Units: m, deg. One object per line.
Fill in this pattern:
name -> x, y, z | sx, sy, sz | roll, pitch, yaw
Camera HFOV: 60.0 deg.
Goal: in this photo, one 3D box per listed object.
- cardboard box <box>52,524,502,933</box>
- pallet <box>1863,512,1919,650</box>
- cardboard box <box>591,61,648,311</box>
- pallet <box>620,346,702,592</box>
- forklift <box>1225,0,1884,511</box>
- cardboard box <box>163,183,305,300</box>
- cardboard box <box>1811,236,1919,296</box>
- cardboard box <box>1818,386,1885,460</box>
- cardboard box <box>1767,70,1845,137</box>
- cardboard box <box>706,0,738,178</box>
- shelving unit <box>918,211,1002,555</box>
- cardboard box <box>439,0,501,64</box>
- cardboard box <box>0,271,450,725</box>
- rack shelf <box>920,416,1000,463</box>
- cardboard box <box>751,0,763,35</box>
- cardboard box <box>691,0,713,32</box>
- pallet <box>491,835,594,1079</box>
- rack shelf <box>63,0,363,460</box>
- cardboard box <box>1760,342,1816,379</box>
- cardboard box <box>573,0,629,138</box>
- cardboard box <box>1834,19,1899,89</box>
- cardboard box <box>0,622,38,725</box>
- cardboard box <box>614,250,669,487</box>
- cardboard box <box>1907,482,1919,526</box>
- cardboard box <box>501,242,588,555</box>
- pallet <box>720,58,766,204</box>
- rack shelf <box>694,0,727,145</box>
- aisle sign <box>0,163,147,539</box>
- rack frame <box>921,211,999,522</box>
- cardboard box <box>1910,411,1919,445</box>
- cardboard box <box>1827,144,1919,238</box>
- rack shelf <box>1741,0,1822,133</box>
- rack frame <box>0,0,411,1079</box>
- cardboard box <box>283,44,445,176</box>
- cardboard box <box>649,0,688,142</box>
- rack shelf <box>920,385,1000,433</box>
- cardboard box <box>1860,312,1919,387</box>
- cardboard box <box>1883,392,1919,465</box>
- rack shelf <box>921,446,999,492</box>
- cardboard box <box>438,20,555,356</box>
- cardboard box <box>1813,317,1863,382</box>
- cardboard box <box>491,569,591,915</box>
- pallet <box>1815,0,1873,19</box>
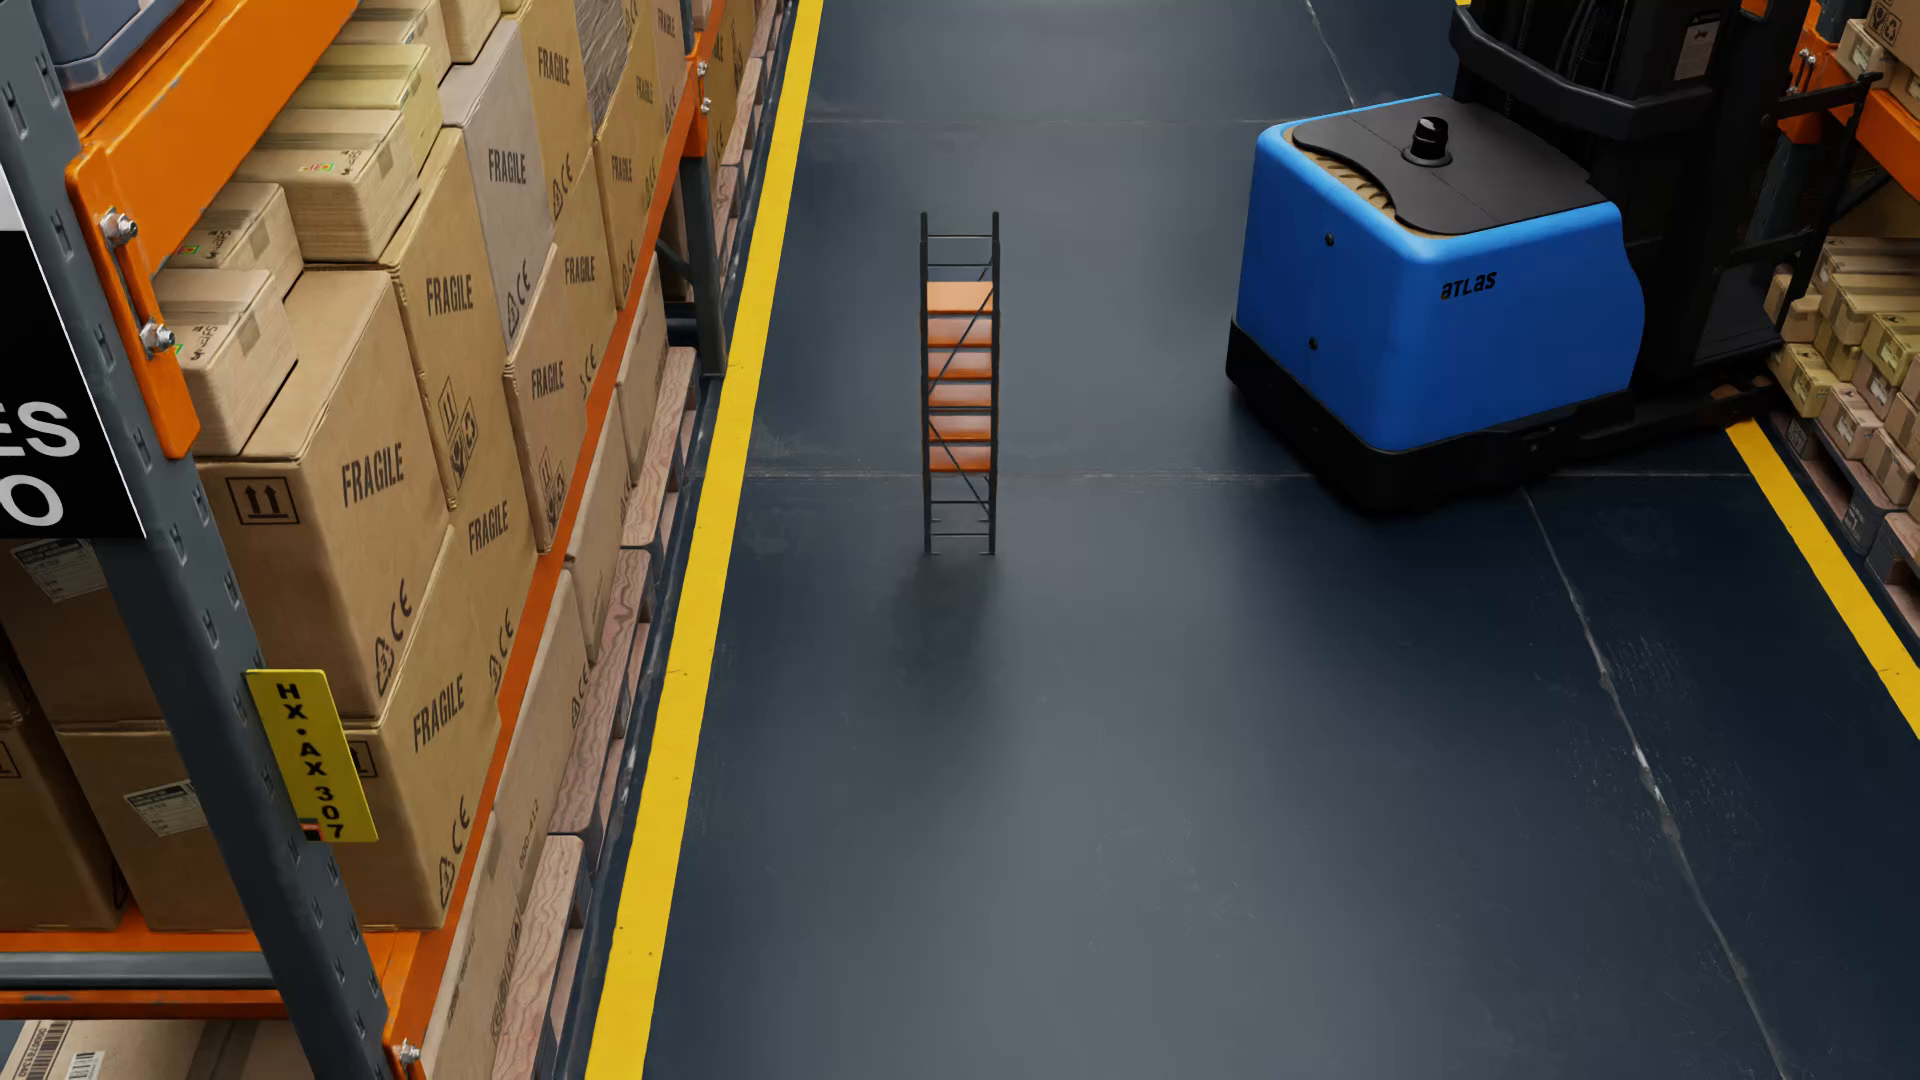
cardboard box -> -1.133, 0.320, 2.872 | 0.500, 0.500, 0.500 | 0, 39, 0
pallet -> 3.566, 0.365, 5.126 | 1.003, 0.211, 1.213 | 0, 39, 0
cardboard box -> -1.147, -0.955, 4.463 | 0.500, 0.500, 0.500 | -1, 39, -1
pallet -> -1.502, -0.278, 5.928 | 1.003, 0.211, 1.213 | 0, 39, 0
forklift -> 2.593, -1.848, 5.713 | 3.031, 2.935, 1.130 | -15, 41, -18
cardboard box -> -1.215, -0.409, 2.463 | 0.380, 0.149, 0.250 | 1, 39, 1
cardboard box -> 3.319, -0.976, 6.038 | 0.380, 0.149, 0.250 | 1, 39, 2
cardboard box -> 3.257, -0.410, 5.807 | 0.380, 0.149, 0.250 | 0, 39, 0
cardboard box -> 3.272, -1.855, 6.730 | 0.500, 0.250, 0.500 | -1, 39, -1
cardboard box -> -1.514, -2.129, 7.371 | 0.875, 0.875, 0.875 | 1, 39, 1
shelving unit -> 0.000, -0.477, 5.386 | 0.258, 1.200, 0.189 | 0, 39, 0
cardboard box -> -1.130, -1.056, 3.271 | 0.380, 0.149, 0.250 | 0, 39, 0
cardboard box -> -1.136, -0.070, 2.559 | 0.500, 0.500, 0.500 | -1, 39, -1
rack shelf -> 0.000, -0.349, 5.489 | 0.258, 0.103, 0.180 | 0, 39, 0
cardboard box -> -1.511, -3.246, 8.765 | 0.875, 0.875, 0.875 | 0, 39, 0
cardboard box -> -1.161, -2.058, 6.040 | 0.500, 0.250, 0.500 | -1, 39, -1
pallet -> -1.499, 1.248, 4.024 | 1.003, 0.211, 1.213 | 0, 39, 0
rack shelf -> -1.422, -1.481, 3.376 | 1.077, 0.370, 4.000 | 0, 39, 0
cardboard box -> 3.205, -0.732, 6.209 | 0.380, 0.149, 0.250 | -2, 39, -2
cardboard box -> -1.145, -1.340, 4.144 | 0.500, 0.500, 0.500 | 0, 39, 1
cardboard box -> 3.199, -1.633, 5.590 | 0.380, 0.149, 0.250 | 1, 39, 2
cardboard box -> -1.658, -0.071, 2.560 | 0.500, 0.500, 0.500 | 1, 39, 1
cardboard box -> -1.531, -0.613, 5.829 | 0.875, 0.438, 0.875 | -1, 39, -1
cardboard box -> 3.343, -0.083, 5.399 | 0.380, 0.149, 0.250 | -2, 39, -2
cardboard box -> -1.144, -0.314, 3.663 | 0.500, 0.500, 0.500 | 0, 39, 0
pallet -> -1.505, -2.001, 8.078 | 1.003, 0.211, 1.213 | 0, 39, 0
rack shelf -> -1.427, -2.812, 7.435 | 1.077, 0.370, 4.000 | 0, 39, 0
aisle sign -> -1.130, -0.310, 1.659 | 0.394, 0.787, 0.004 | 0, 39, 0
rack frame -> 0.000, -0.534, 5.457 | 0.240, 1.200, 0.006 | 0, 39, 0
cardboard box -> 3.251, -0.324, 5.223 | 0.380, 0.149, 0.250 | 1, 39, 1
cardboard box -> 3.790, -1.559, 6.960 | 0.500, 0.500, 0.500 | 1, 39, 2
rack shelf -> 3.523, -2.878, 7.518 | 1.077, 0.370, 4.000 | 0, 39, 0
rack frame -> -1.423, 0.660, 2.528 | 0.949, 2.616, 0.053 | 0, 39, 0
cardboard box -> -1.119, -0.736, 2.871 | 0.380, 0.149, 0.250 | -1, 39, -2
cardboard box -> -1.168, -1.591, 5.257 | 0.500, 0.500, 0.500 | 0, 39, 0
rack shelf -> 0.000, -0.443, 5.414 | 0.258, 0.103, 0.180 | 0, 39, 0
cardboard box -> 3.309, -0.646, 5.626 | 0.380, 0.149, 0.250 | -1, 39, -1
cardboard box -> 3.330, -0.370, 5.519 | 0.380, 0.149, 0.250 | -2, 39, -2
rack shelf -> 0.000, -0.255, 5.564 | 0.258, 0.103, 0.180 | 0, 39, 0
cardboard box -> -1.151, -0.715, 3.364 | 0.500, 0.500, 0.500 | 0, 39, 0
cardboard box -> 3.296, -0.691, 5.919 | 0.380, 0.149, 0.250 | 0, 39, 0
cardboard box -> -1.530, 0.511, 4.427 | 0.875, 0.438, 0.875 | 1, 39, 1
pallet -> 3.670, -2.312, 6.389 | 1.003, 0.211, 1.213 | 0, 39, 0
